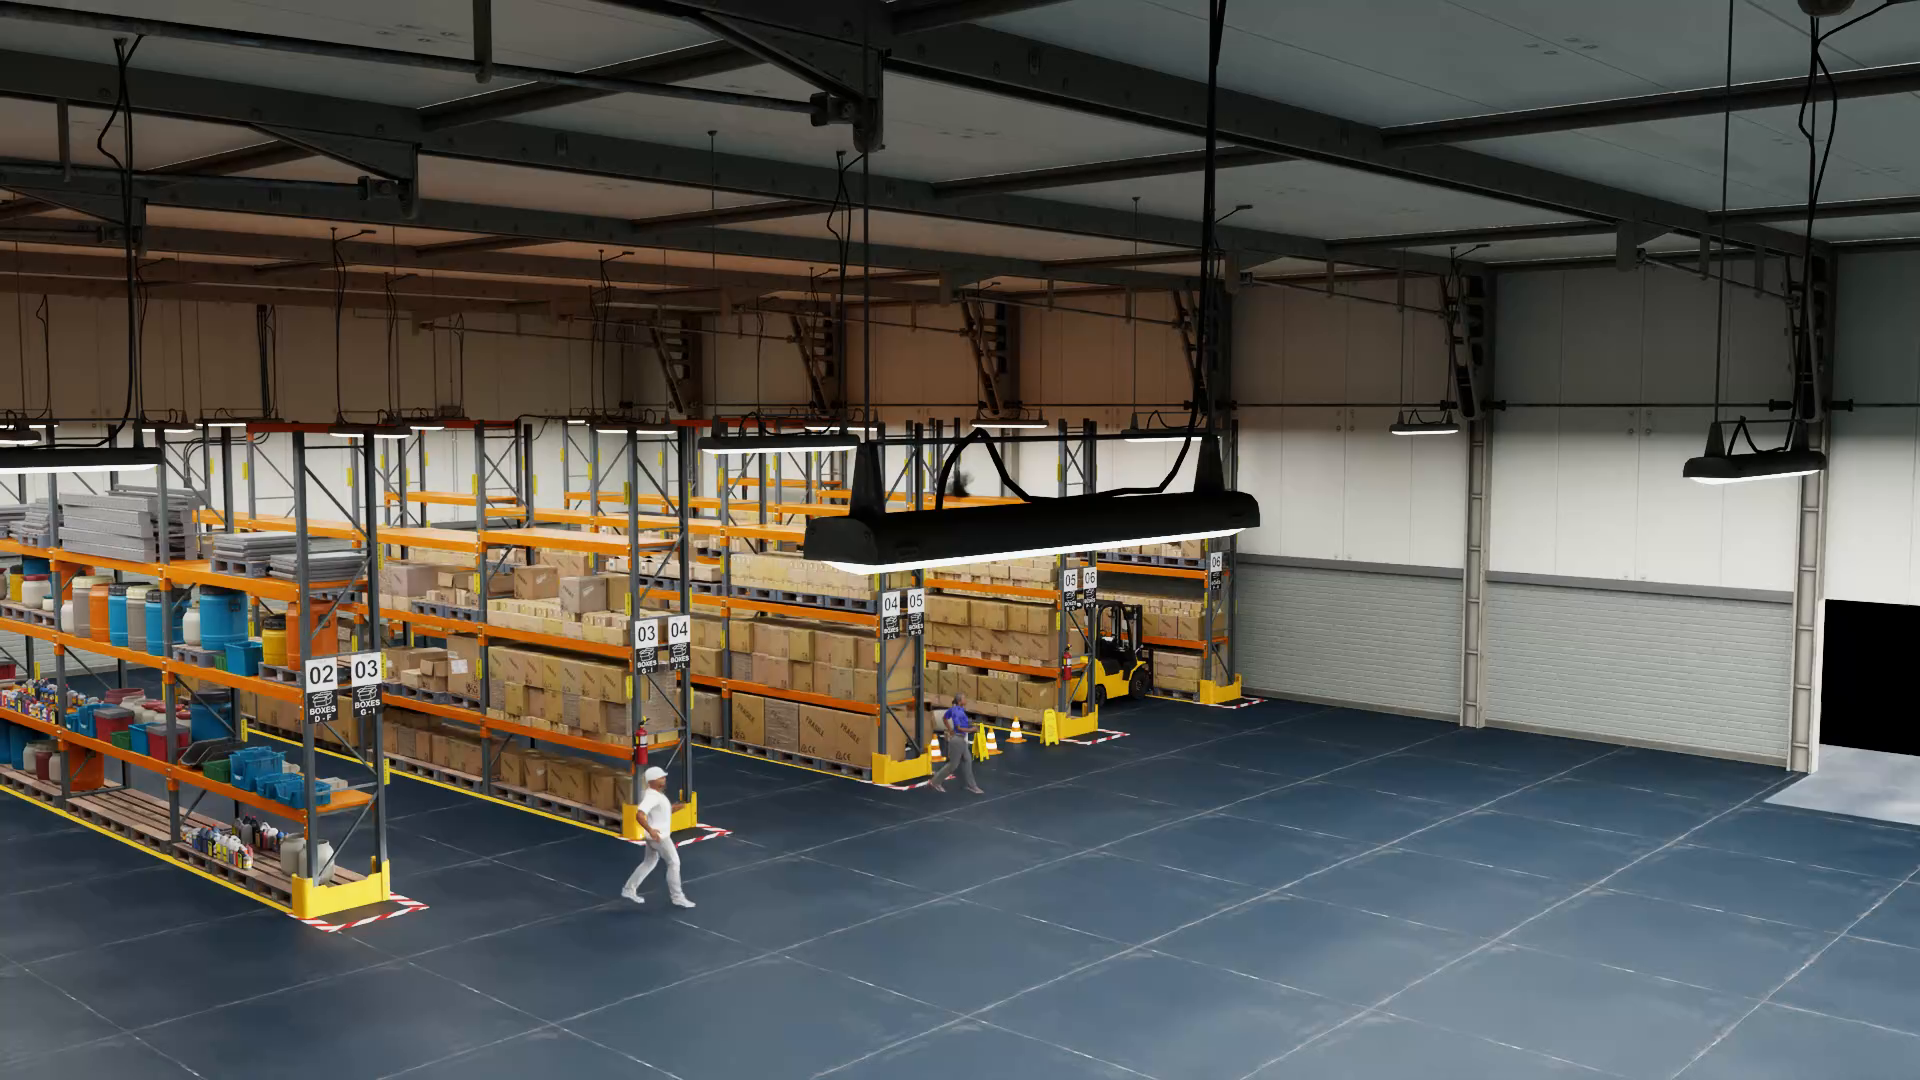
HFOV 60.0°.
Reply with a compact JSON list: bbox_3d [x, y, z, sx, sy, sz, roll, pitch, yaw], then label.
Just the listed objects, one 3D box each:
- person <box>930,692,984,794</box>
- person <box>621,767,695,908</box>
[{"bbox_3d":[-0.050,3.301,26.897,0.882,1.683,0.571,0,5,0],"label":"person"},{"bbox_3d":[-3.790,3.727,20.818,0.903,1.797,0.679,-2,5,-19],"label":"person"}]
